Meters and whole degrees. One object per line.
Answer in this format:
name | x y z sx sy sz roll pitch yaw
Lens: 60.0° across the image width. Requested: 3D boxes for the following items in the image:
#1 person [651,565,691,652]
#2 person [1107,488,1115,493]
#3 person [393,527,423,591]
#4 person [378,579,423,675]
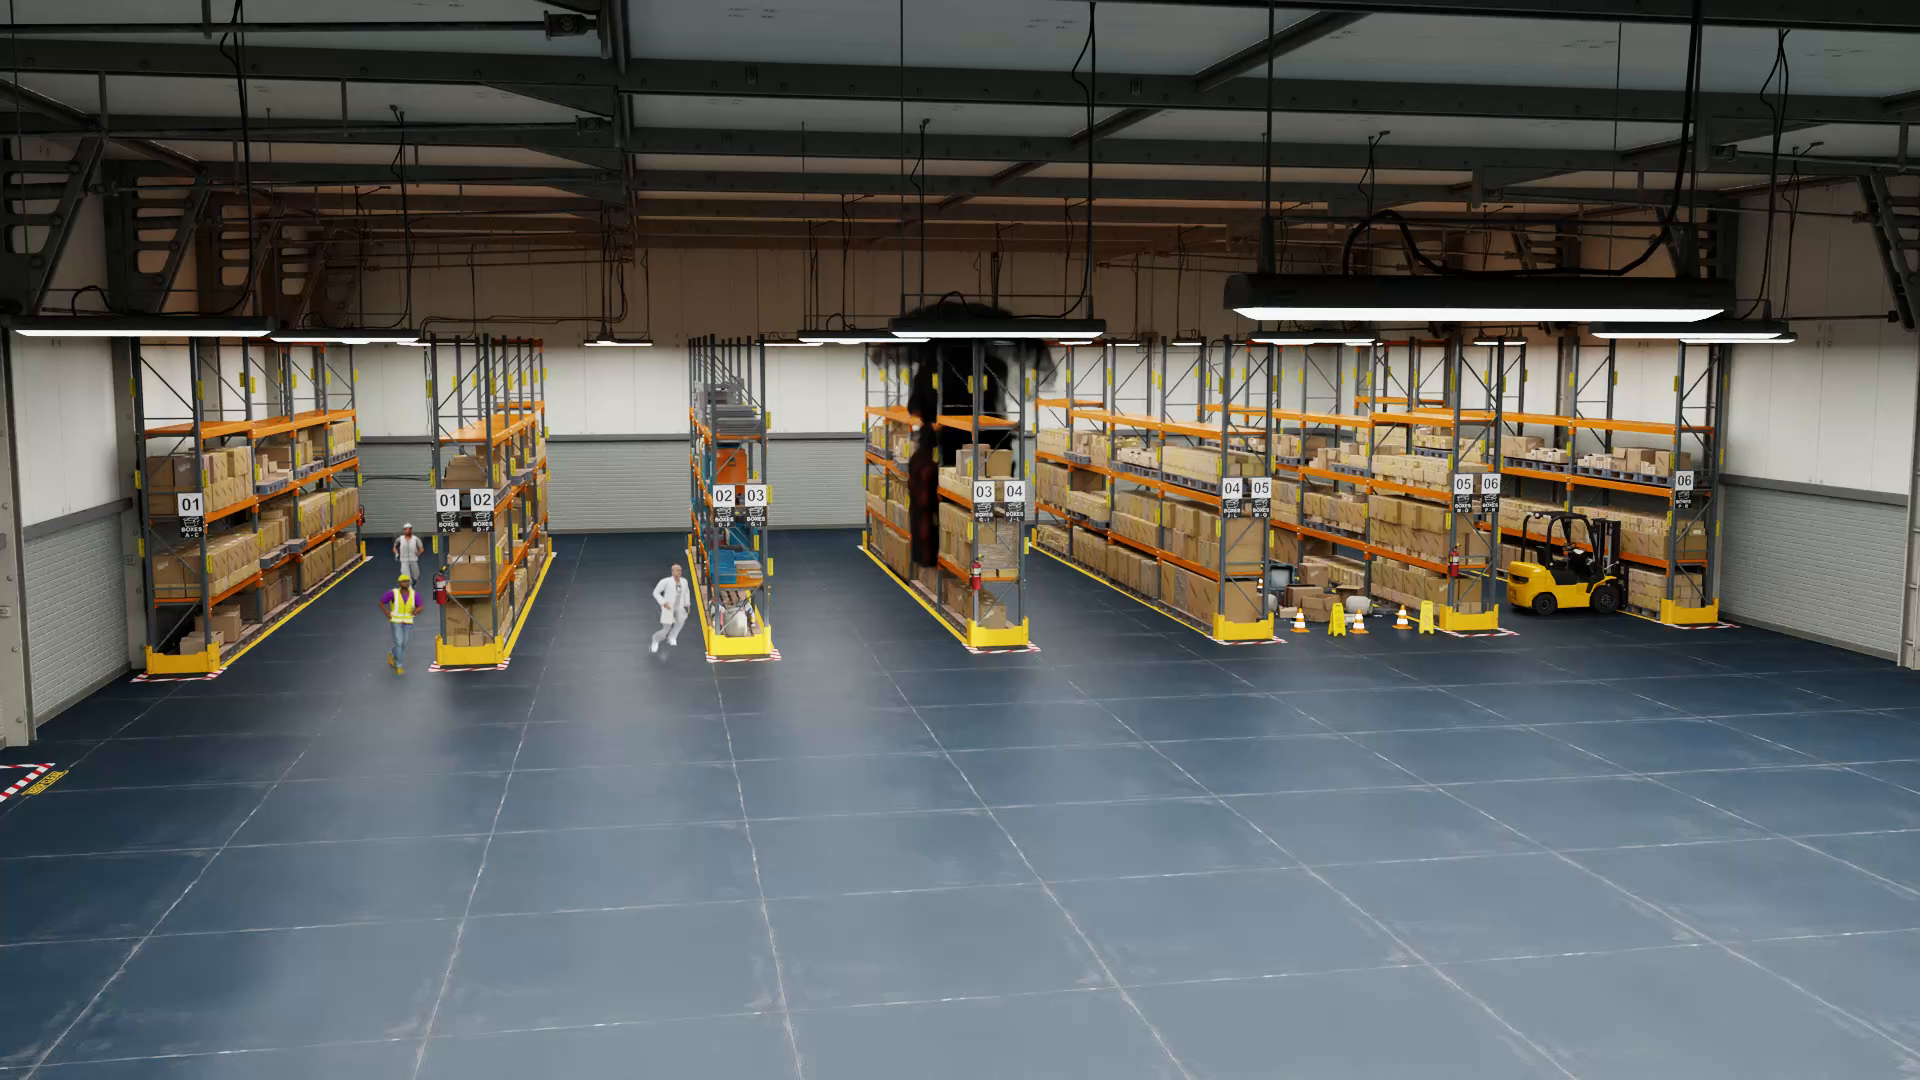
person | -5.316 1.326 30.952 0.773 1.551 0.923 -5 8 -35
person | 4.368 -0.637 48.248 0.584 1.751 0.715 -3 7 -23
person | -12.631 0.520 38.091 0.663 1.701 0.780 -2 7 -20
person | -9.971 1.497 29.734 0.745 1.711 0.852 -5 8 -35
